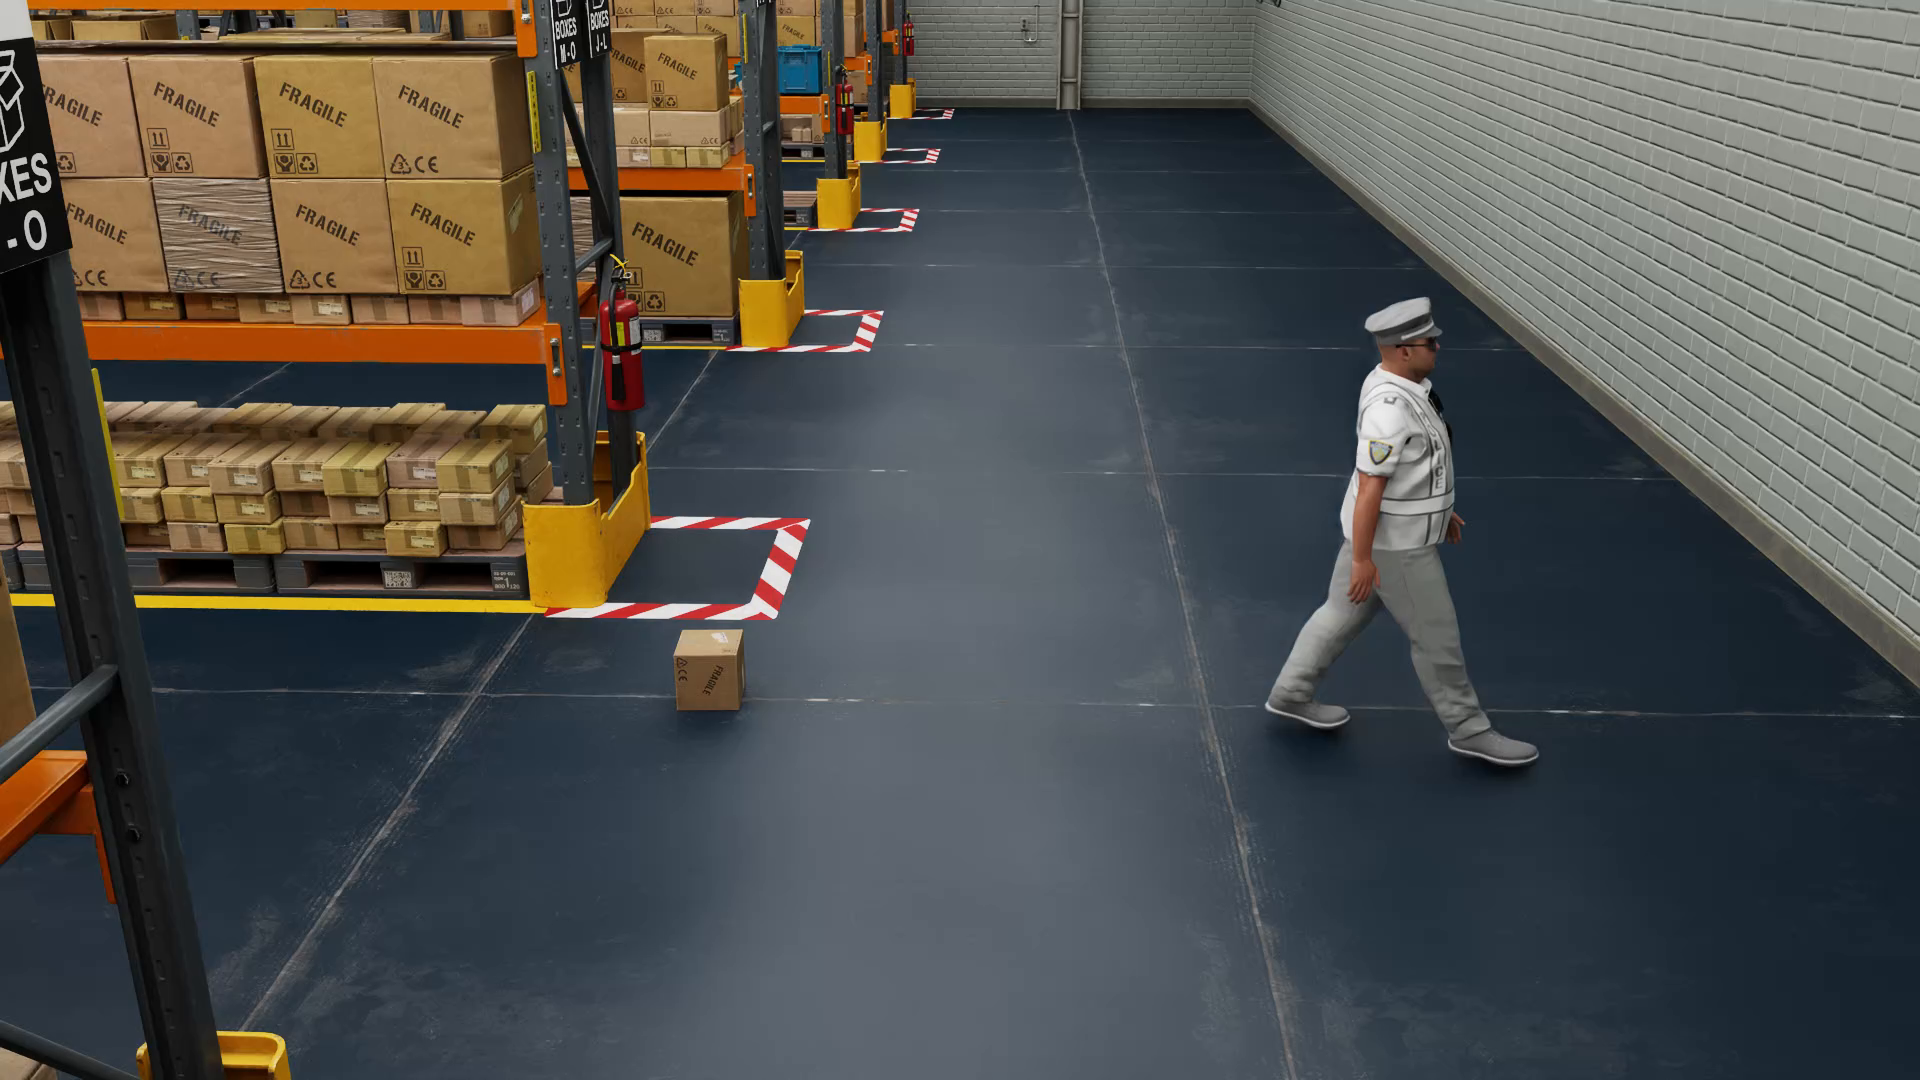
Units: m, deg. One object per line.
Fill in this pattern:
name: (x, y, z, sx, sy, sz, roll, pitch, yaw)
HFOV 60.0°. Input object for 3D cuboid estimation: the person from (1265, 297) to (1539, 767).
person: (1.696, -0.052, 6.143, 1.001, 1.713, 0.572, 3, 21, 9)
